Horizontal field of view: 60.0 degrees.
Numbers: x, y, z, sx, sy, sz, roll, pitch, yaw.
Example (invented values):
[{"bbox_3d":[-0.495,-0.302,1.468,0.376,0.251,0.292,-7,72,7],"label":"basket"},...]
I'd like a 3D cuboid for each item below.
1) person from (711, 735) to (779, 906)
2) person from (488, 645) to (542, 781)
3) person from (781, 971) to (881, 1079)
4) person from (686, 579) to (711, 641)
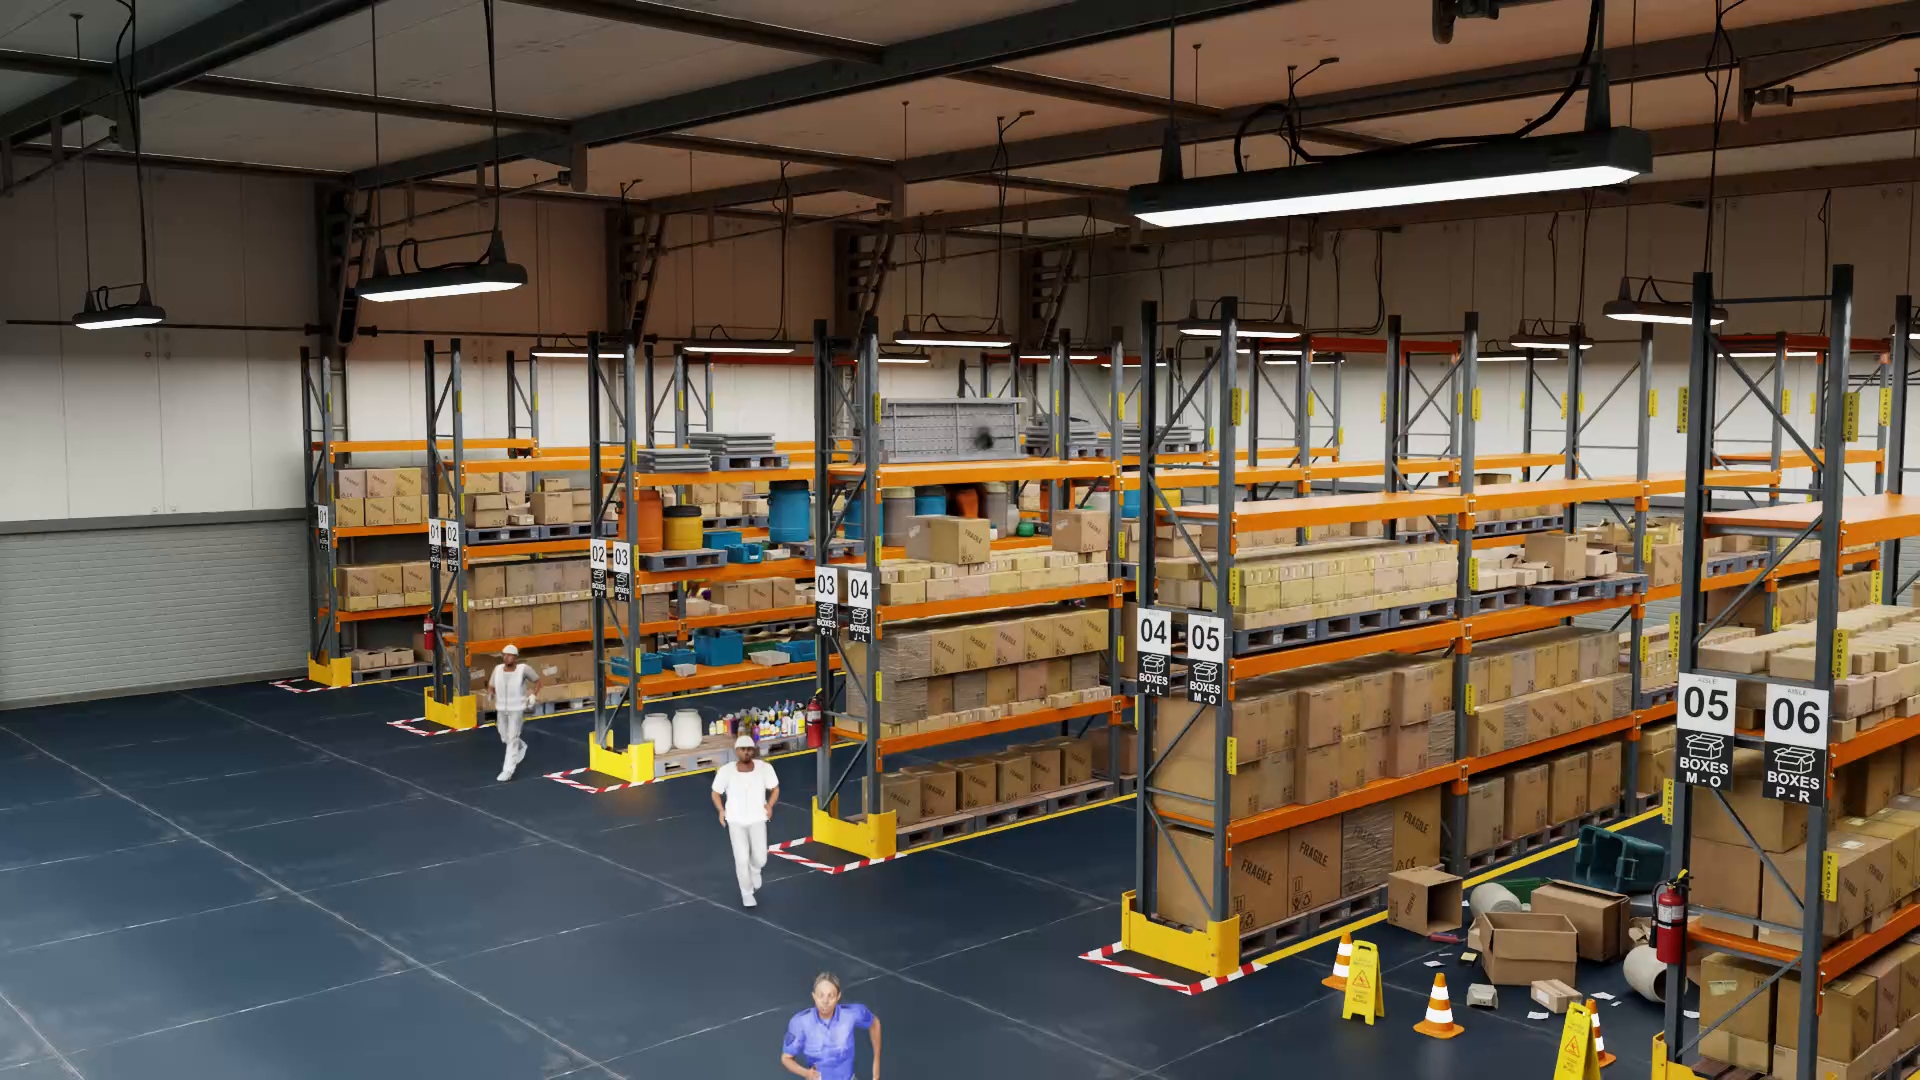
[{"bbox_3d":[-2.169,2.823,16.862,0.686,1.723,0.589,-1,5,-11],"label":"person"},{"bbox_3d":[-6.047,2.292,22.466,0.692,1.771,0.974,1,5,9],"label":"person"},{"bbox_3d":[-0.793,3.493,10.281,0.600,1.616,0.848,0,5,0],"label":"person"},{"bbox_3d":[-4.886,1.530,31.213,0.890,1.796,0.640,-5,7,-42],"label":"person"}]
